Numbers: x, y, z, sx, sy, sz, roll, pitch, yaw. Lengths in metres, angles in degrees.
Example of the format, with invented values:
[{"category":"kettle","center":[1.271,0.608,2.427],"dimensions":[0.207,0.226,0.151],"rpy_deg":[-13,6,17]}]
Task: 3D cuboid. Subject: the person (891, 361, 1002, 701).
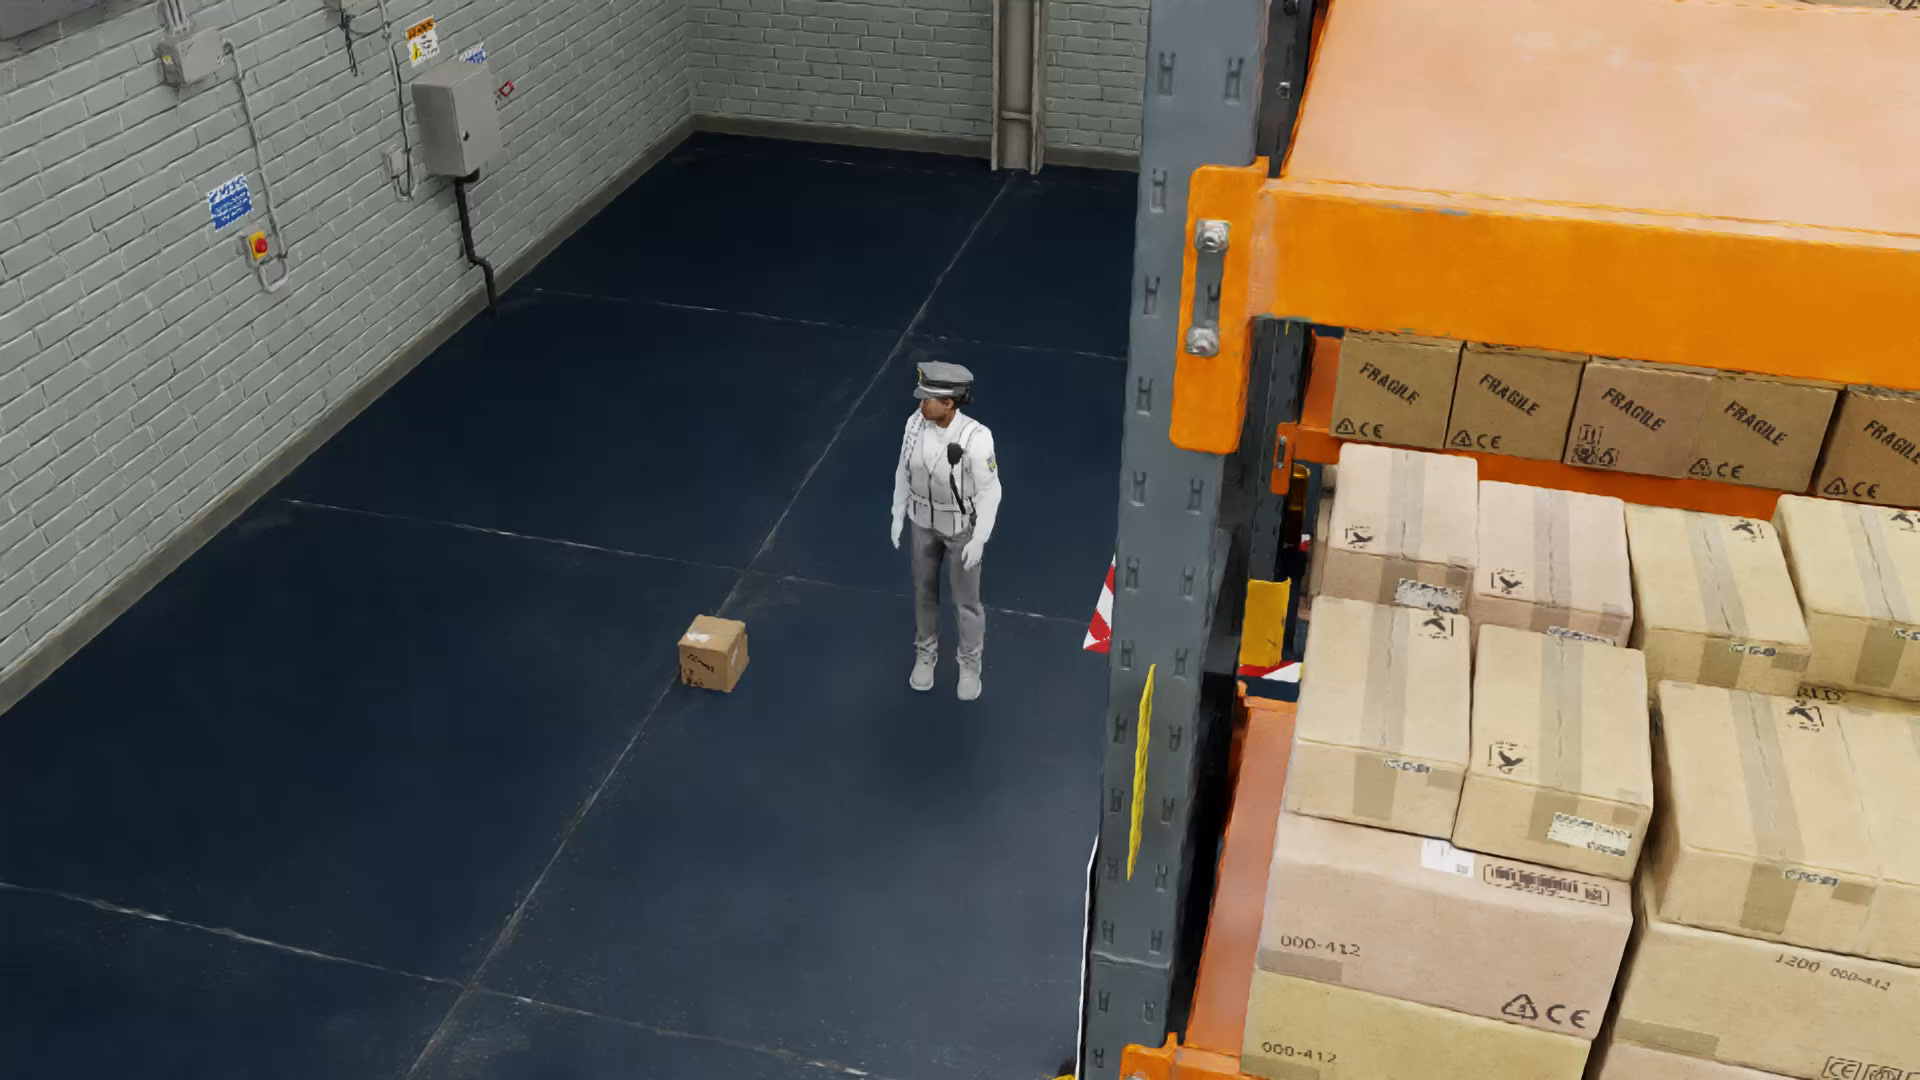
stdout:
[{"category":"person","center":[-0.079,-0.034,7.692],"dimensions":[0.534,1.721,0.378],"rpy_deg":[17,37,25]}]
